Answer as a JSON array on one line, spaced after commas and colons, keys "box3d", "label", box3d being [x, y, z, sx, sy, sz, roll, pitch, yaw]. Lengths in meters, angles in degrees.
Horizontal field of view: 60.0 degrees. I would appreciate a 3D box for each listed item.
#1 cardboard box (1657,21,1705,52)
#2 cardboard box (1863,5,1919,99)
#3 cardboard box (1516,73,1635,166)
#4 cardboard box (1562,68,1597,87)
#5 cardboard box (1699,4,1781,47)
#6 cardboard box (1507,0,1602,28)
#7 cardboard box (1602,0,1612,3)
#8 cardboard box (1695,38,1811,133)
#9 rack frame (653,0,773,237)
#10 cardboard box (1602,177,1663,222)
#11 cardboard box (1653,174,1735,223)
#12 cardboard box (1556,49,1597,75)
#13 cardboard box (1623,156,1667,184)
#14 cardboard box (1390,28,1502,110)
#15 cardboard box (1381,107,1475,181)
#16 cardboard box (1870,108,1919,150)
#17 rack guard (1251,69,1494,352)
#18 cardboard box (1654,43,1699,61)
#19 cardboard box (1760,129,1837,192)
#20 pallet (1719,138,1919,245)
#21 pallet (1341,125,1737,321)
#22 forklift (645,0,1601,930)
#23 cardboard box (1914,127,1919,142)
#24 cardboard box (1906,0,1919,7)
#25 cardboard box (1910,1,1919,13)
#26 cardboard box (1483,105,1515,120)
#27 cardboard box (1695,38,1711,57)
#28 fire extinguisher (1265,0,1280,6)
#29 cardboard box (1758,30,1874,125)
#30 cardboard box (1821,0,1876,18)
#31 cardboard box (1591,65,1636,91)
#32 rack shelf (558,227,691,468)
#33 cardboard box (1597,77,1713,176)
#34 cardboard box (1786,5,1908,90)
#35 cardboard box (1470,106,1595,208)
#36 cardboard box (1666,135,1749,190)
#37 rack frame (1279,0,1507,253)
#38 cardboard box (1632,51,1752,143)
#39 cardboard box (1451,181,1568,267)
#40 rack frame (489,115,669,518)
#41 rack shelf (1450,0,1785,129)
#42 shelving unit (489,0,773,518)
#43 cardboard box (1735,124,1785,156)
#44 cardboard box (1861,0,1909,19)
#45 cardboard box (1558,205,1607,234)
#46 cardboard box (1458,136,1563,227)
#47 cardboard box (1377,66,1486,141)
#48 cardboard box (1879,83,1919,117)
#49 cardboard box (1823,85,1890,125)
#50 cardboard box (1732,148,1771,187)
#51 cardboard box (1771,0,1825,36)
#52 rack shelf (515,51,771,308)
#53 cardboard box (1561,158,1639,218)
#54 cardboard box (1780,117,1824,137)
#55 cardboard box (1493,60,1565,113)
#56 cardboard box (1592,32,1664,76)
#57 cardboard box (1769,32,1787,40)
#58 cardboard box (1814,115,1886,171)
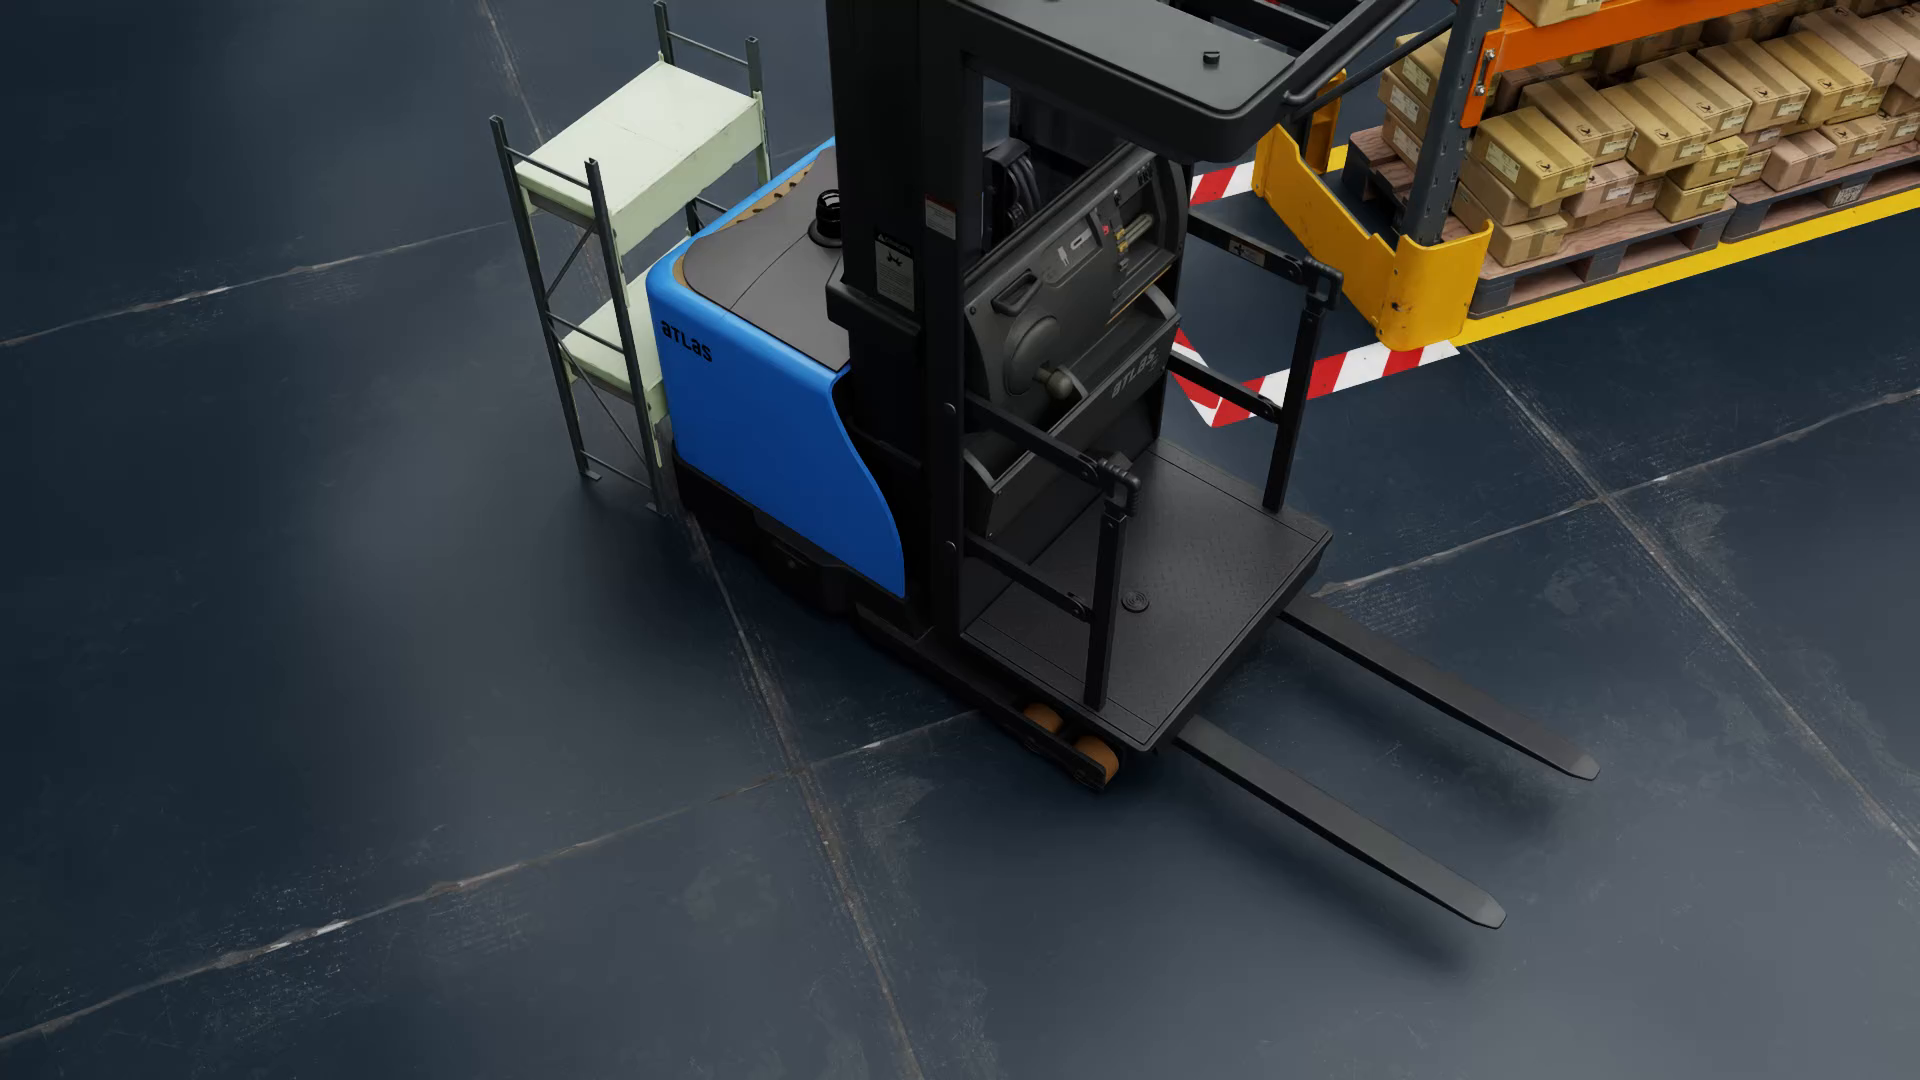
[{"box3d": [2.853, -2.193, 6.866, 0.250, 0.149, 0.380, -15, 51, -13], "label": "cardboard box"}, {"box3d": [3.813, -1.959, 6.665, 0.250, 0.149, 0.380, -19, 52, -16], "label": "cardboard box"}, {"box3d": [2.344, -1.597, 6.355, 0.250, 0.149, 0.380, -16, 51, -14], "label": "cardboard box"}, {"box3d": [2.382, -1.927, 6.834, 0.250, 0.149, 0.380, -19, 52, -16], "label": "cardboard box"}, {"box3d": [3.139, -2.191, 6.864, 0.250, 0.149, 0.380, -19, 52, -15], "label": "cardboard box"}, {"box3d": [1.945, -1.901, 5.571, 0.250, 0.149, 0.380, -18, 52, -15], "label": "cardboard box"}, {"box3d": [2.165, -2.003, 5.659, 0.250, 0.149, 0.380, -16, 51, -13], "label": "cardboard box"}, {"box3d": [3.084, -1.782, 6.513, 0.250, 0.149, 0.380, -15, 51, -13], "label": "cardboard box"}, {"box3d": [-0.790, -1.121, 5.724, 0.400, 1.500, 0.023, 27, 54, 21], "label": "rack frame"}, {"box3d": [2.566, -1.462, 6.631, 0.250, 0.149, 0.380, -17, 51, -14], "label": "cardboard box"}, {"box3d": [2.844, -1.459, 6.628, 0.250, 0.149, 0.380, -17, 51, -14], "label": "cardboard box"}, {"box3d": [2.361, -2.047, 6.741, 0.250, 0.149, 0.380, -18, 52, -15], "label": "cardboard box"}, {"box3d": [2.571, -1.566, 6.524, 0.250, 0.149, 0.380, -17, 51, -14], "label": "cardboard box"}, {"box3d": [1.915, -1.852, 6.573, 0.250, 0.149, 0.380, -17, 51, -14], "label": "cardboard box"}, {"box3d": [1.929, -1.626, 6.771, 0.250, 0.149, 0.380, -16, 51, -14], "label": "cardboard box"}, {"box3d": [3.765, -1.799, 6.920, 0.250, 0.149, 0.380, -16, 51, -14], "label": "cardboard box"}, {"box3d": [1.591, -1.328, 6.561, 0.348, 0.500, 1.175, -17, 52, -14], "label": "rack guard"}, {"box3d": [2.857, -2.085, 6.970, 0.250, 0.149, 0.380, -17, 51, -14], "label": "cardboard box"}, {"box3d": [3.307, -1.609, 6.757, 0.250, 0.149, 0.380, -20, 52, -16], "label": "cardboard box"}, {"box3d": [3.484, -1.789, 7.147, 1.213, 0.211, 1.003, -17, 52, -14], "label": "pallet"}, {"box3d": [2.357, -1.442, 6.849, 1.213, 0.211, 1.003, -17, 52, -14], "label": "pallet"}, {"box3d": [0.492, -0.658, 4.383, 3.031, 2.935, 1.130, 31, 56, 24], "label": "forklift"}, {"box3d": [4.032, -1.827, 6.944, 0.250, 0.149, 0.380, -17, 52, -14], "label": "cardboard box"}, {"box3d": [4.104, -2.387, 7.229, 0.250, 0.149, 0.380, -20, 52, -16], "label": "cardboard box"}, {"box3d": [4.058, -2.045, 6.739, 0.250, 0.149, 0.380, -20, 52, -16], "label": "cardboard box"}, {"box3d": [2.164, -1.814, 6.737, 0.250, 0.149, 0.380, -18, 52, -15], "label": "cardboard box"}, {"box3d": [3.101, -2.145, 7.022, 0.250, 0.149, 0.380, -15, 51, -12], "label": "cardboard box"}, {"box3d": [1.113, -2.225, 5.981, 0.183, 0.674, 0.296, -17, 52, -14], "label": "fire extinguisher"}, {"box3d": [3.345, -1.825, 6.550, 0.250, 0.149, 0.380, -16, 51, -14], "label": "cardboard box"}, {"box3d": [3.613, -2.329, 6.983, 0.250, 0.149, 0.380, -19, 52, -16], "label": "cardboard box"}, {"box3d": [2.670, -1.932, 6.838, 0.250, 0.149, 0.380, -18, 52, -15], "label": "cardboard box"}, {"box3d": [-0.992, -0.677, 5.773, 0.431, 0.370, 0.720, 27, 54, 21], "label": "rack shelf"}, {"box3d": [2.626, -1.580, 6.340, 0.250, 0.149, 0.380, -17, 52, -14], "label": "cardboard box"}, {"box3d": [3.542, -1.965, 6.670, 0.250, 0.149, 0.380, -17, 51, -14], "label": "cardboard box"}, {"box3d": [2.134, -1.434, 6.214, 0.250, 0.149, 0.380, -19, 52, -16], "label": "cardboard box"}, {"box3d": [2.850, -1.564, 6.522, 0.250, 0.149, 0.380, -16, 51, -13], "label": "cardboard box"}, {"box3d": [1.521, -2.120, 5.594, 0.127, 3.000, 1.000, -17, 52, -14], "label": "rack frame"}, {"box3d": [2.824, -1.709, 6.451, 0.250, 0.149, 0.380, -20, 52, -16], "label": "cardboard box"}, {"box3d": [2.127, -1.254, 6.452, 0.250, 0.149, 0.380, -16, 51, -14], "label": "cardboard box"}, {"box3d": [-1.194, -0.658, 5.326, 0.400, 1.500, 0.023, 27, 54, 21], "label": "rack frame"}, {"box3d": [3.372, -2.460, 6.359, 4.000, 0.370, 1.077, -17, 52, -14], "label": "rack shelf"}, {"box3d": [-0.992, -0.889, 5.525, 0.431, 1.500, 0.755, 27, 54, 21], "label": "shelving unit"}, {"box3d": [3.059, -1.707, 6.645, 0.250, 0.149, 0.380, -19, 52, -16], "label": "cardboard box"}, {"box3d": [3.841, -2.325, 7.176, 0.250, 0.149, 0.380, -15, 51, -13], "label": "cardboard box"}, {"box3d": [2.338, -1.386, 6.566, 0.250, 0.149, 0.380, -17, 52, -14], "label": "cardboard box"}, {"box3d": [2.103, -1.395, 6.377, 0.250, 0.149, 0.380, -15, 51, -13], "label": "cardboard box"}, {"box3d": [1.902, -1.777, 6.705, 0.250, 0.149, 0.380, -18, 52, -15], "label": "cardboard box"}, {"box3d": [3.812, -1.931, 6.837, 0.250, 0.149, 0.380, -19, 52, -16], "label": "cardboard box"}, {"box3d": [3.549, -1.884, 6.797, 0.250, 0.149, 0.380, -15, 51, -13], "label": "cardboard box"}, {"box3d": [3.044, -1.599, 6.748, 0.250, 0.149, 0.380, -17, 51, -14], "label": "cardboard box"}, {"box3d": [3.370, -2.286, 6.946, 0.250, 0.149, 0.380, -17, 51, -14], "label": "cardboard box"}, {"box3d": [-0.992, -1.144, 5.229, 0.431, 0.370, 0.720, 27, 54, 21], "label": "rack shelf"}, {"box3d": [2.378, -1.434, 6.411, 0.250, 0.149, 0.380, -17, 52, -14], "label": "cardboard box"}, {"box3d": [3.295, -1.814, 6.737, 0.250, 0.149, 0.380, -15, 51, -12], "label": "cardboard box"}, {"box3d": [2.170, -1.884, 6.601, 0.250, 0.149, 0.380, -16, 51, -14], "label": "cardboard box"}, {"box3d": [2.625, -2.077, 6.767, 0.250, 0.149, 0.380, -19, 52, -16], "label": "cardboard box"}, {"box3d": [3.345, -2.244, 7.106, 0.250, 0.149, 0.380, -17, 51, -14], "label": "cardboard box"}, {"box3d": [3.554, -1.707, 6.841, 0.250, 0.149, 0.380, -17, 52, -14], "label": "cardboard box"}]
